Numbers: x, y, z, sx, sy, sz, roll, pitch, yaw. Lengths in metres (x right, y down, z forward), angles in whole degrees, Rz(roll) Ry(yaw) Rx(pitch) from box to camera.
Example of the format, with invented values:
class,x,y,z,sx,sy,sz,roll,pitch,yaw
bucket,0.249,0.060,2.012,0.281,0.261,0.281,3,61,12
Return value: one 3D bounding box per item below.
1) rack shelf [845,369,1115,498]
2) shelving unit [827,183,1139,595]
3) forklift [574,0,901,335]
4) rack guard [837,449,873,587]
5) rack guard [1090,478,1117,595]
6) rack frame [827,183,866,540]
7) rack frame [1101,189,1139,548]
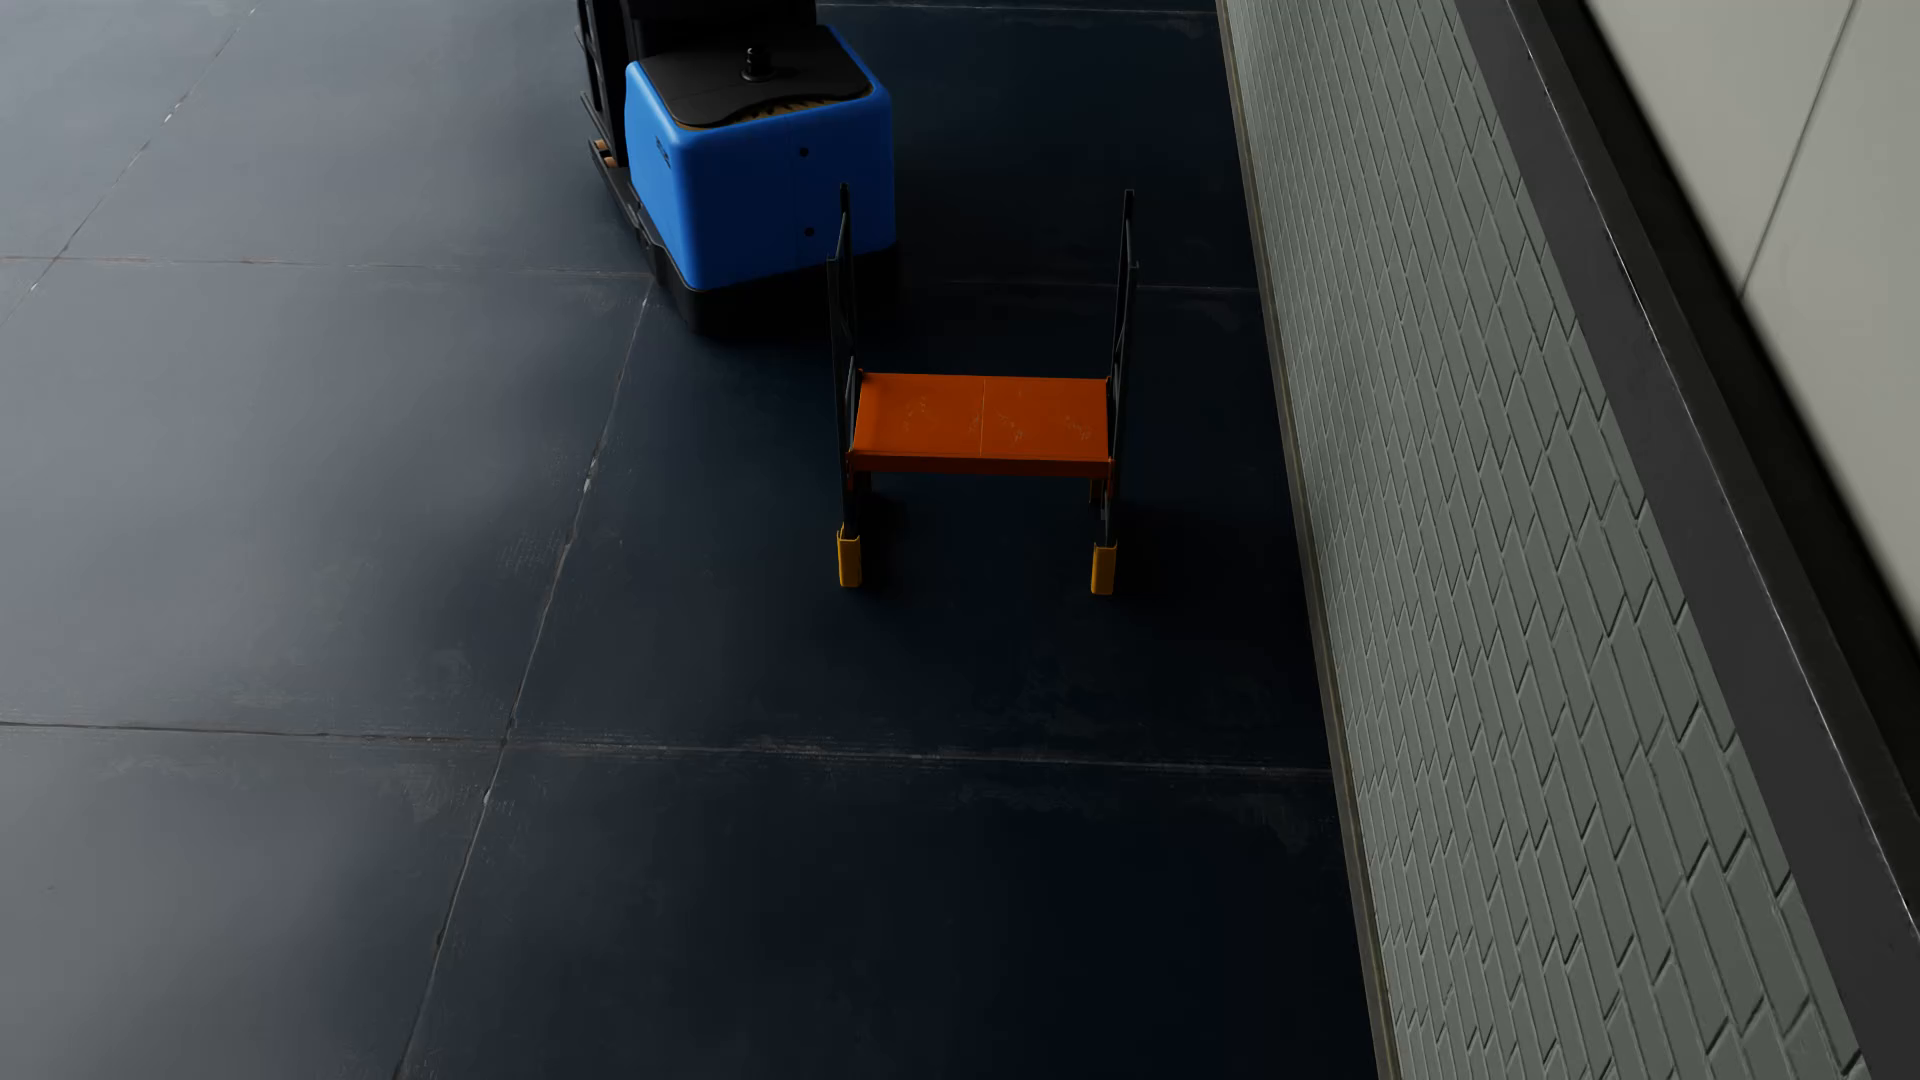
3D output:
class,x,y,z,sx,sy,sz,roll,pitch,yaw
rack shelf,0.085,-0.415,6.394,1.000,0.185,0.538,2,43,2
shelving unit,0.076,-0.546,6.272,1.083,1.500,0.587,2,43,2
forklift,-1.332,-3.035,7.893,1.130,2.935,3.031,-16,45,-17
rack guard,-0.421,-0.104,6.714,0.087,0.250,0.587,2,43,2
rack guard,0.574,-0.074,6.681,0.087,0.250,0.587,2,43,2
rack frame,-0.423,-0.562,6.288,0.032,1.500,0.500,2,43,2
rack frame,0.593,-0.531,6.255,0.032,1.500,0.500,2,43,2
